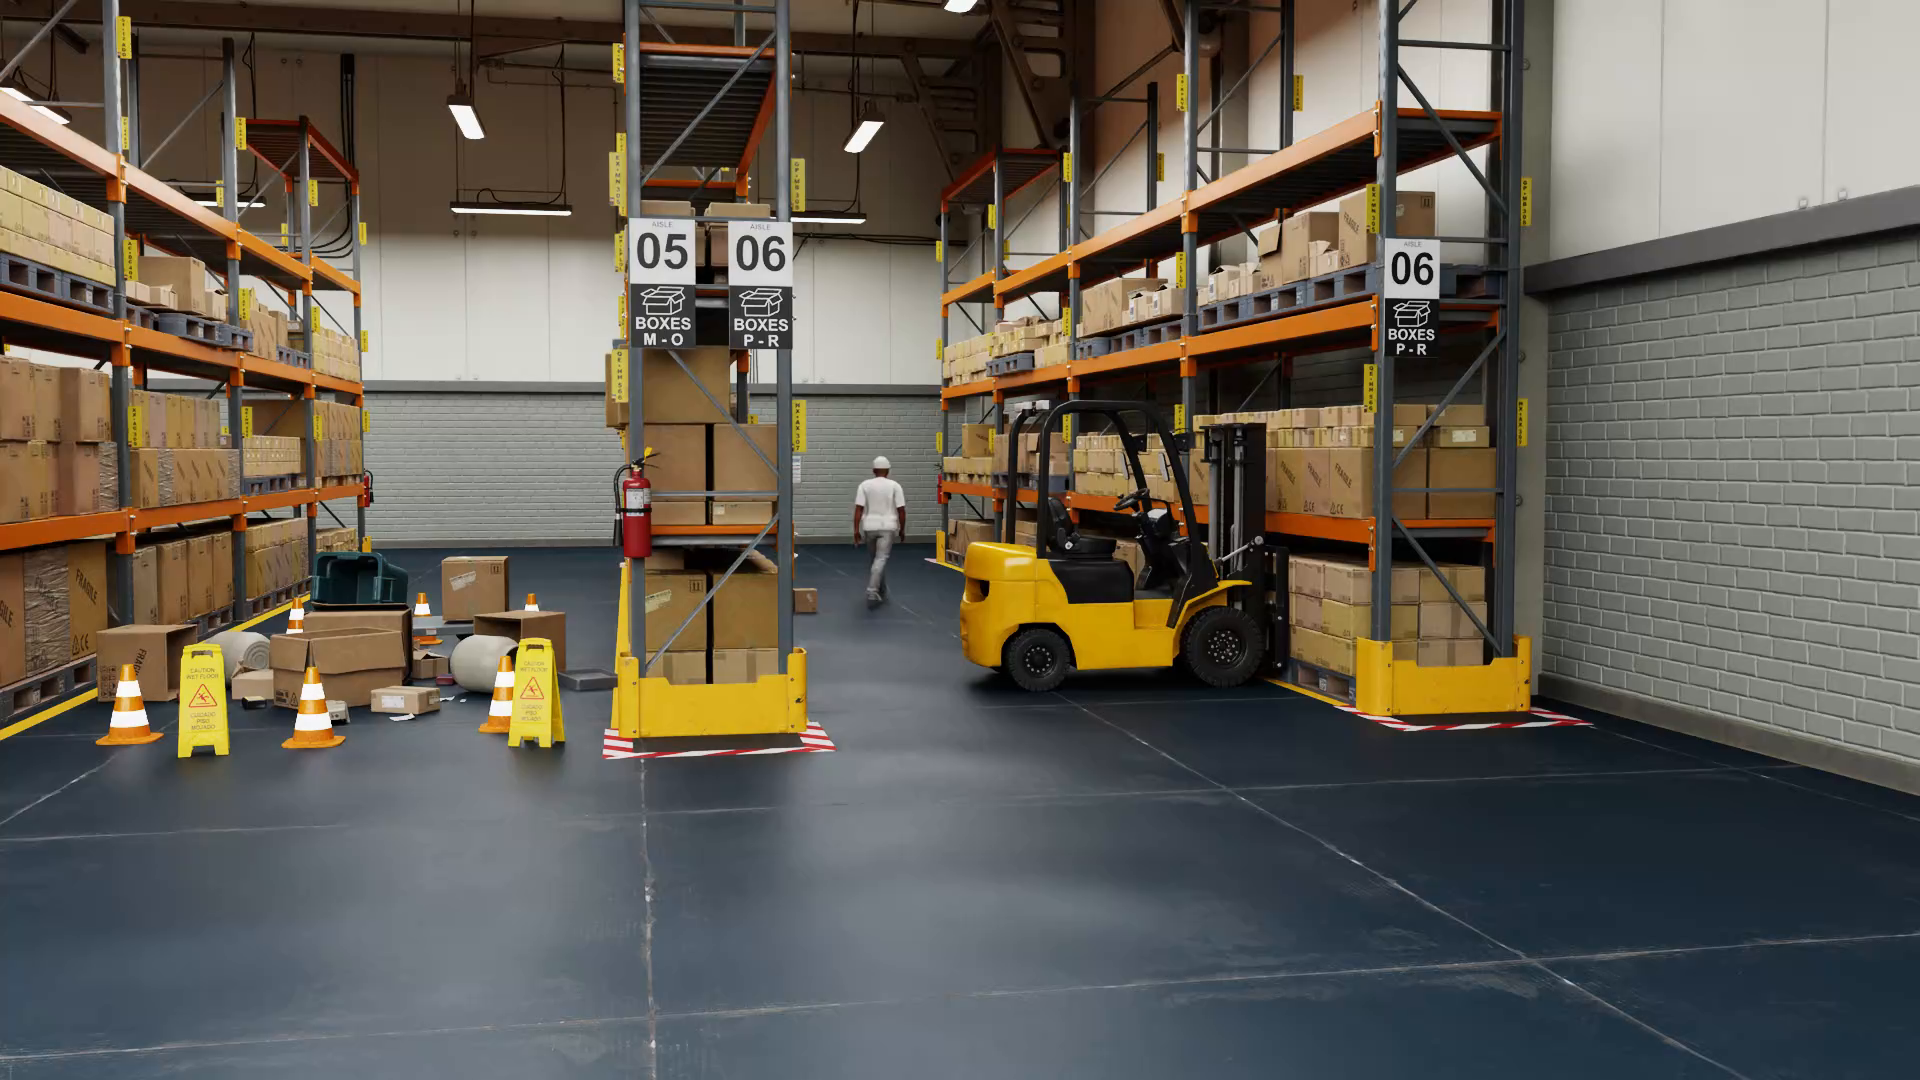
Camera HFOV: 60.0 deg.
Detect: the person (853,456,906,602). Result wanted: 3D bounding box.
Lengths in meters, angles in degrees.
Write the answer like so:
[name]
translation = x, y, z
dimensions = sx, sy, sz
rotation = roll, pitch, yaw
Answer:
[person]
translation = -0.913, -0.122, 19.420
dimensions = 0.575, 1.709, 1.098
rotation = 1, 3, 16
